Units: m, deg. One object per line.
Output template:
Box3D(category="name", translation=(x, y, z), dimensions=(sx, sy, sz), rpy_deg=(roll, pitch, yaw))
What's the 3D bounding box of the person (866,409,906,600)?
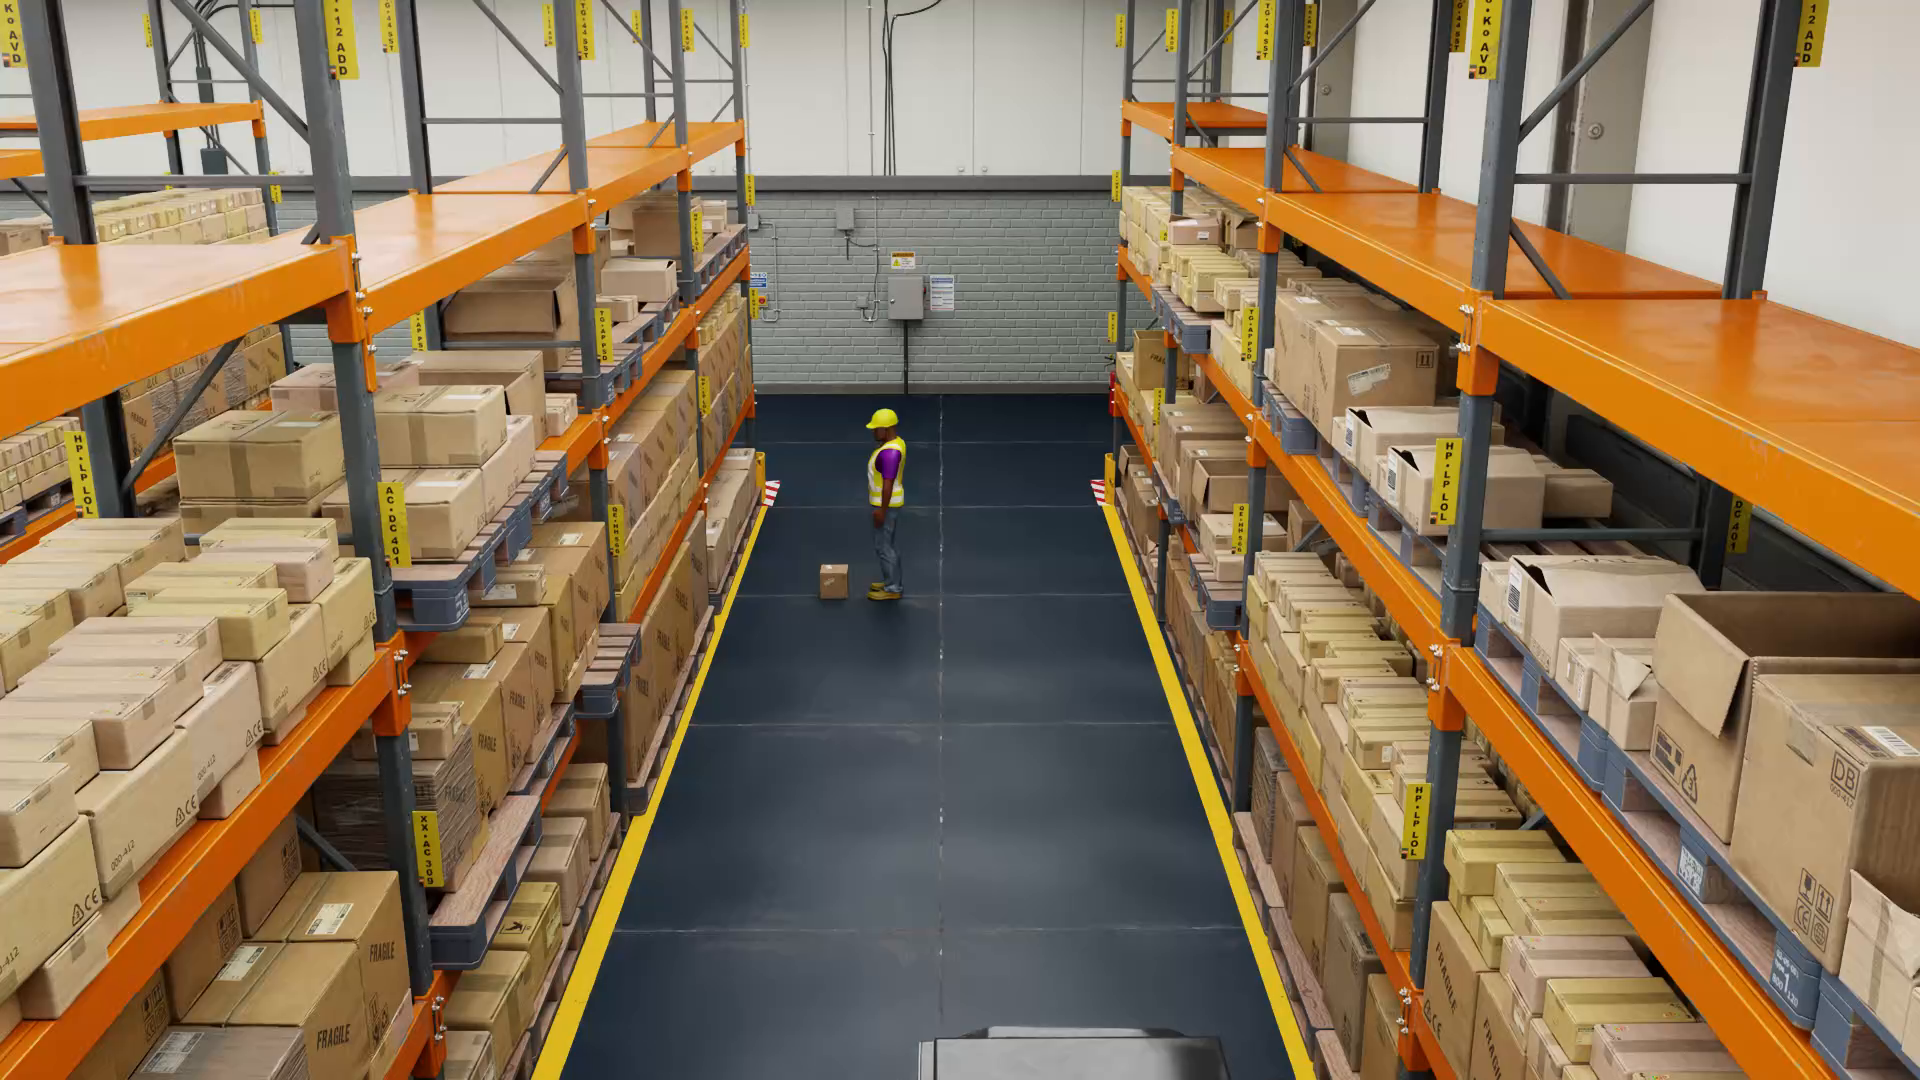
Box3D(category="person", translation=(-0.670, -0.333, 15.174), dimensions=(0.362, 1.762, 0.566), rpy_deg=(0, 17, 0))
